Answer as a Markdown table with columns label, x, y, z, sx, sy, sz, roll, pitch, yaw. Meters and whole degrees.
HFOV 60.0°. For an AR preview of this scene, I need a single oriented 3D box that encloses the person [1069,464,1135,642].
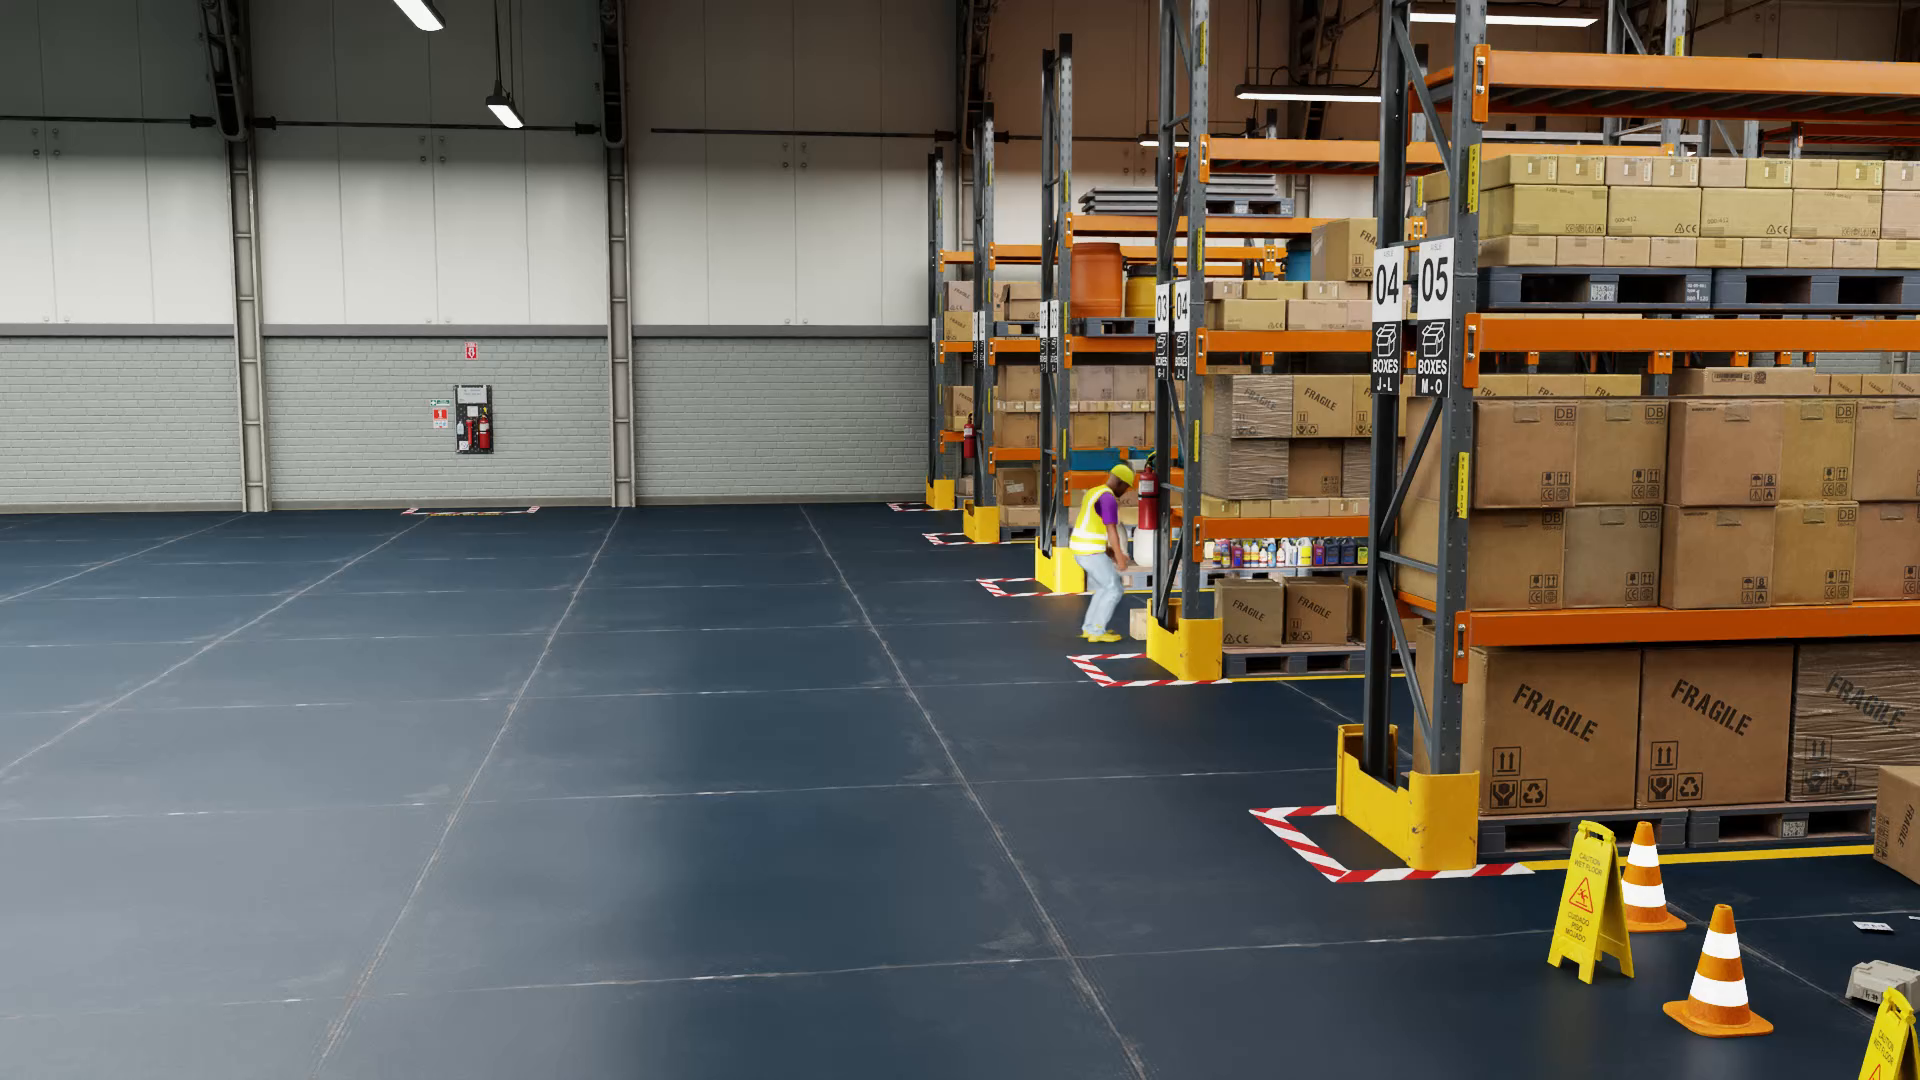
| label | x | y | z | sx | sy | sz | roll | pitch | yaw |
| --- | --- | --- | --- | --- | --- | --- | --- | --- | --- |
| person | 1.313 | 0.110 | 15.323 | 0.599 | 1.613 | 0.616 | -1 | 7 | -8 |
